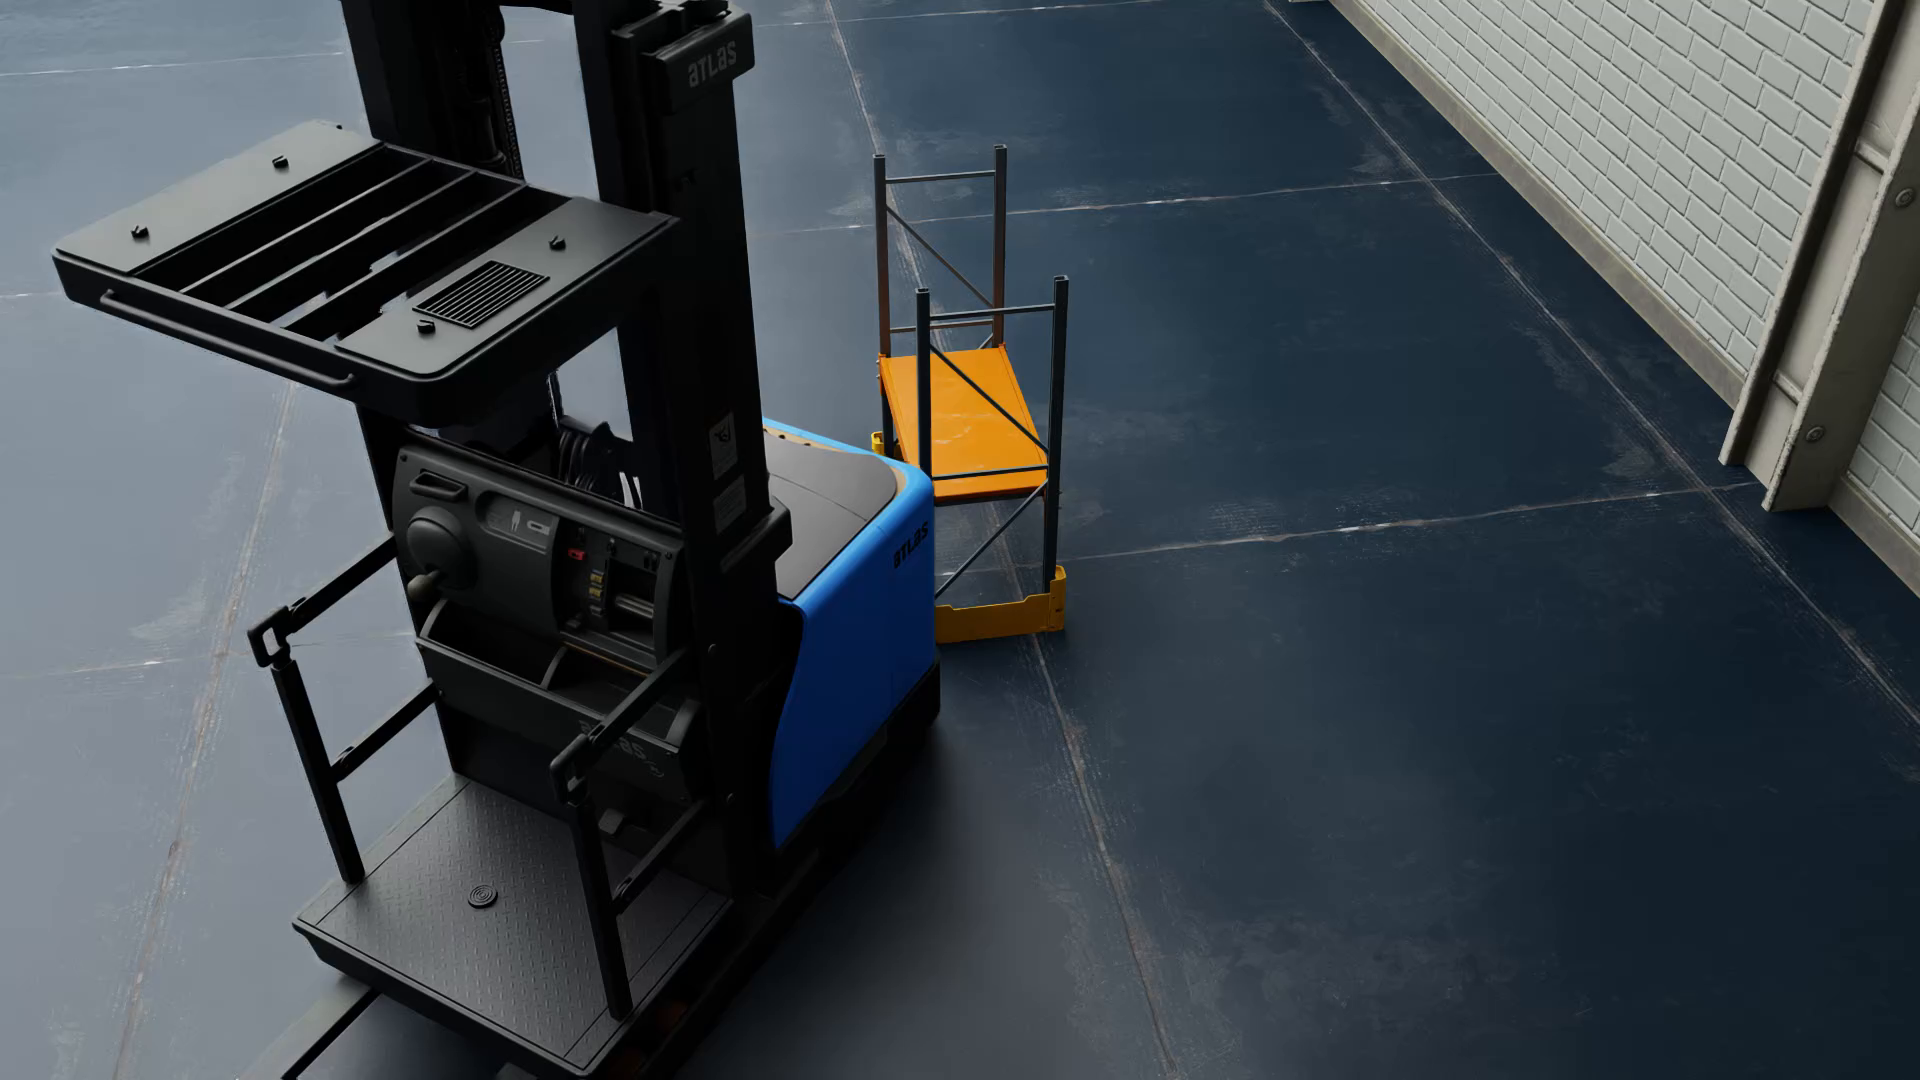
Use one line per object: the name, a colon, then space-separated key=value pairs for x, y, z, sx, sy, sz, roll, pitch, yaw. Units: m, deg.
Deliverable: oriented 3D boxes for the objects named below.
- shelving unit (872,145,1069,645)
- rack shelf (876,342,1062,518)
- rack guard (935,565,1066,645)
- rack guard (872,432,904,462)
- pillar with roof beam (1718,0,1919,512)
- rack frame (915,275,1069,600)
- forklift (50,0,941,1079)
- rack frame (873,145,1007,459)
shelving unit: x=0.013 y=-0.546 z=6.231 sx=0.587 sy=1.500 sz=1.083 roll=-6 pitch=38 yaw=-8
rack shelf: x=0.015 y=-0.399 z=6.334 sx=0.538 sy=0.185 sz=1.000 roll=-6 pitch=38 yaw=-8
rack guard: x=0.101 y=0.248 z=6.227 sx=0.587 sy=0.250 sz=0.087 roll=-6 pitch=38 yaw=-8
rack guard: x=-0.074 y=-0.353 z=7.001 sx=0.587 sy=0.250 sz=0.087 roll=-6 pitch=38 yaw=-8
pillar with roof beam: x=-0.770 y=-3.342 z=3.717 sx=9.100 sy=9.000 sz=0.400 roll=-6 pitch=38 yaw=-8
rack frame: x=0.104 y=-0.234 z=5.828 sx=0.500 sy=1.500 sz=0.032 roll=-6 pitch=38 yaw=-8
forklift: x=-1.223 y=0.119 z=4.207 sx=1.130 sy=2.935 sz=3.031 roll=19 pitch=42 yaw=22
rack frame: x=-0.074 y=-0.848 z=6.619 sx=0.500 sy=1.500 sz=0.032 roll=-6 pitch=38 yaw=-8
